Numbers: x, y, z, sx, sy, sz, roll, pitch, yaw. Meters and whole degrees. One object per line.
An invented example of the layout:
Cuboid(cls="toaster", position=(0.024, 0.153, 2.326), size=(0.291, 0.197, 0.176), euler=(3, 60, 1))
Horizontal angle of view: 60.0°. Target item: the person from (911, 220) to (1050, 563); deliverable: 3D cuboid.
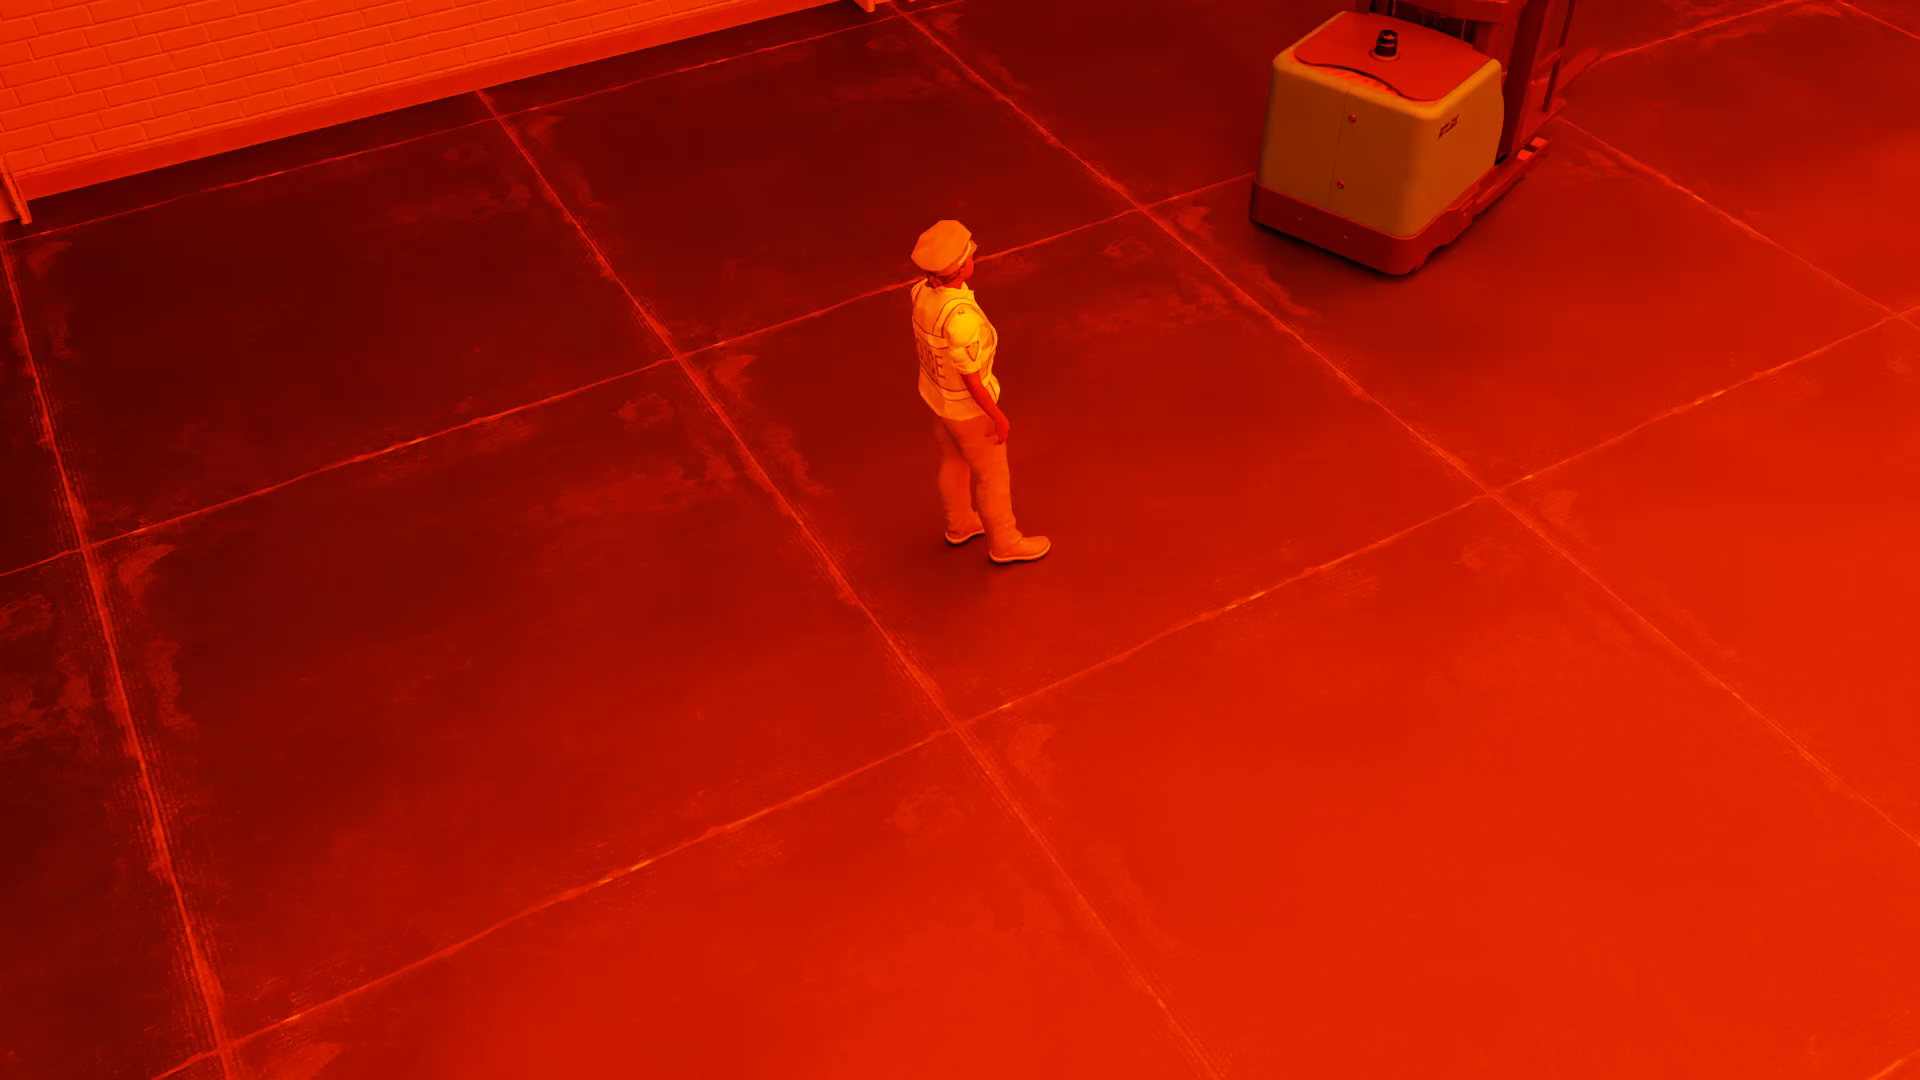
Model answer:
Cuboid(cls="person", position=(0.075, -0.640, 7.287), size=(0.528, 1.695, 0.569), euler=(-21, 47, -21))

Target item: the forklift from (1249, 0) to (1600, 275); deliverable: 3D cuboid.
Cuboid(cls="forklift", position=(3.027, -3.504, 9.476), size=(1.130, 2.935, 3.031), euler=(29, 50, 28))
